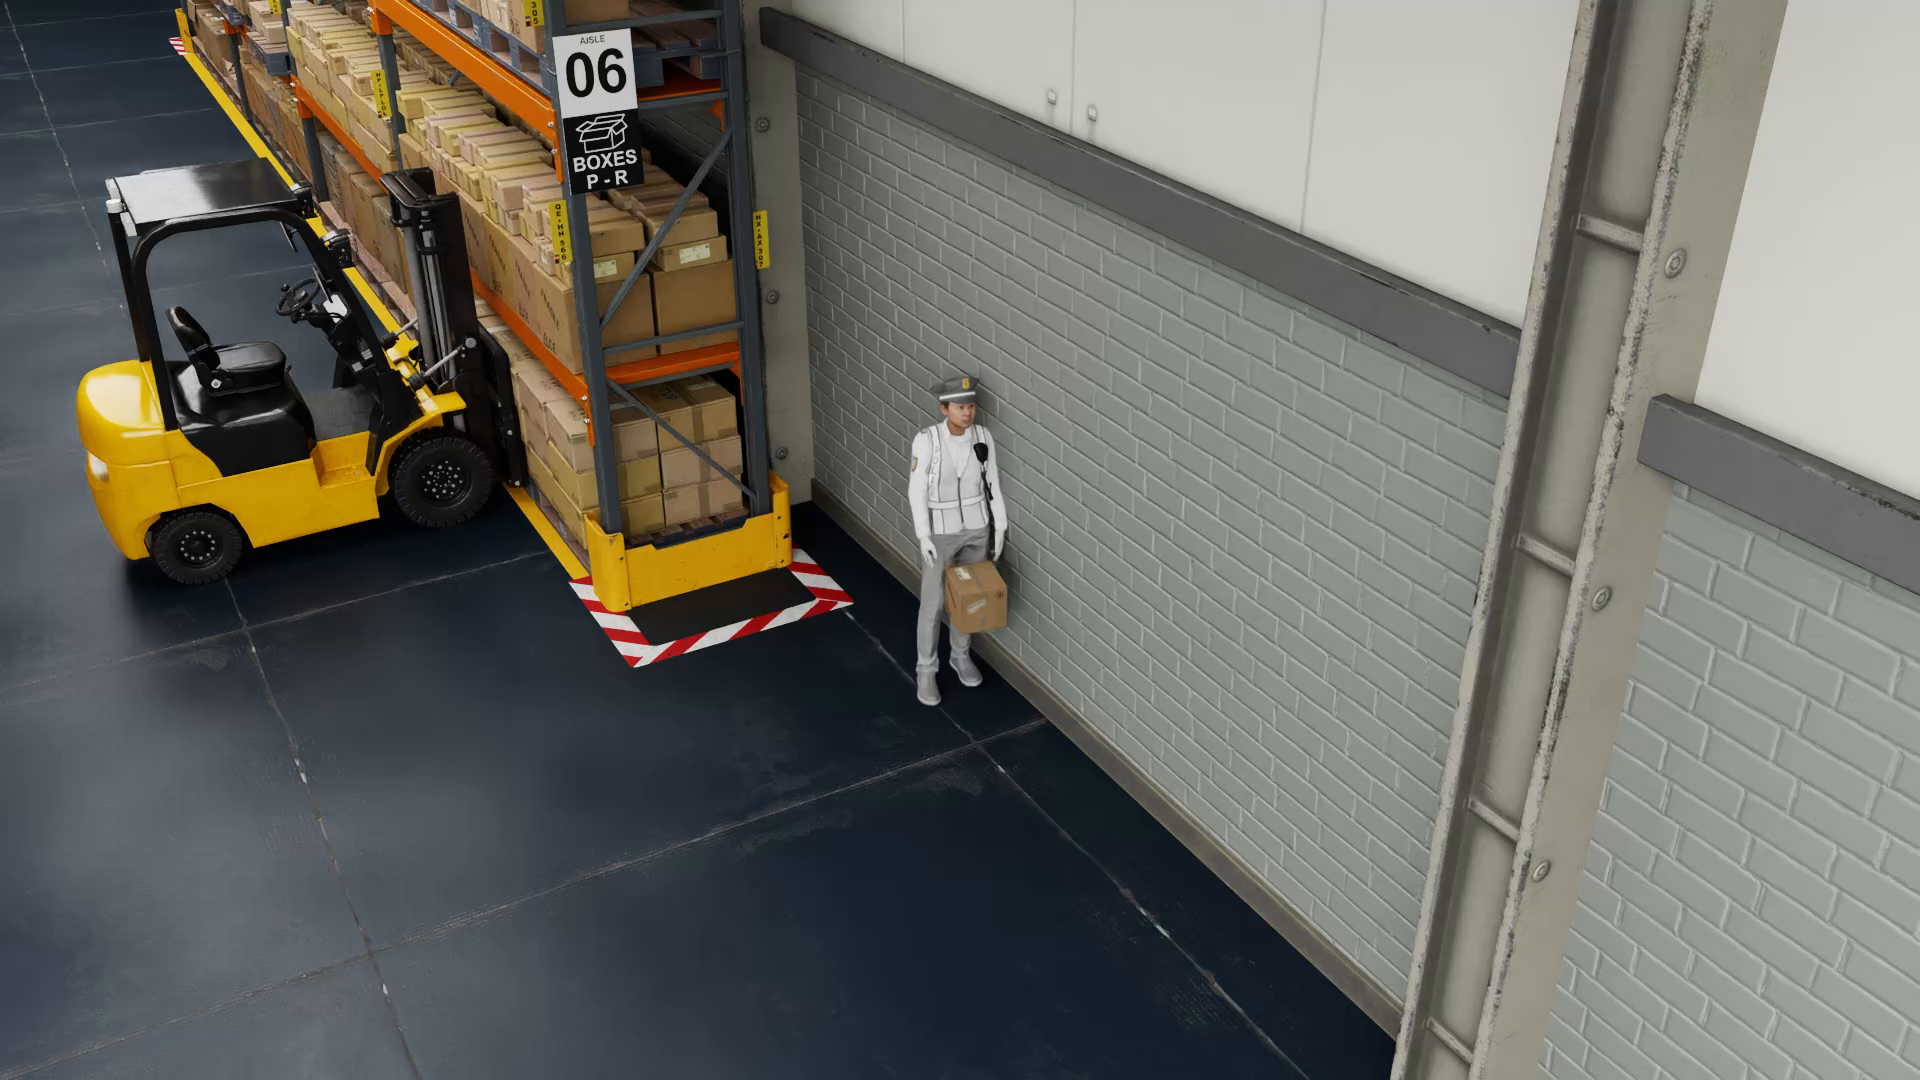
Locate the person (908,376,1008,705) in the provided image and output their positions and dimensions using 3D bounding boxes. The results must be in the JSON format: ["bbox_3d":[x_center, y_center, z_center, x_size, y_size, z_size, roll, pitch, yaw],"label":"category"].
[{"bbox_3d":[-0.011,-0.024,8.547,0.550,1.697,0.542,-9,30,-15],"label":"person"}]
